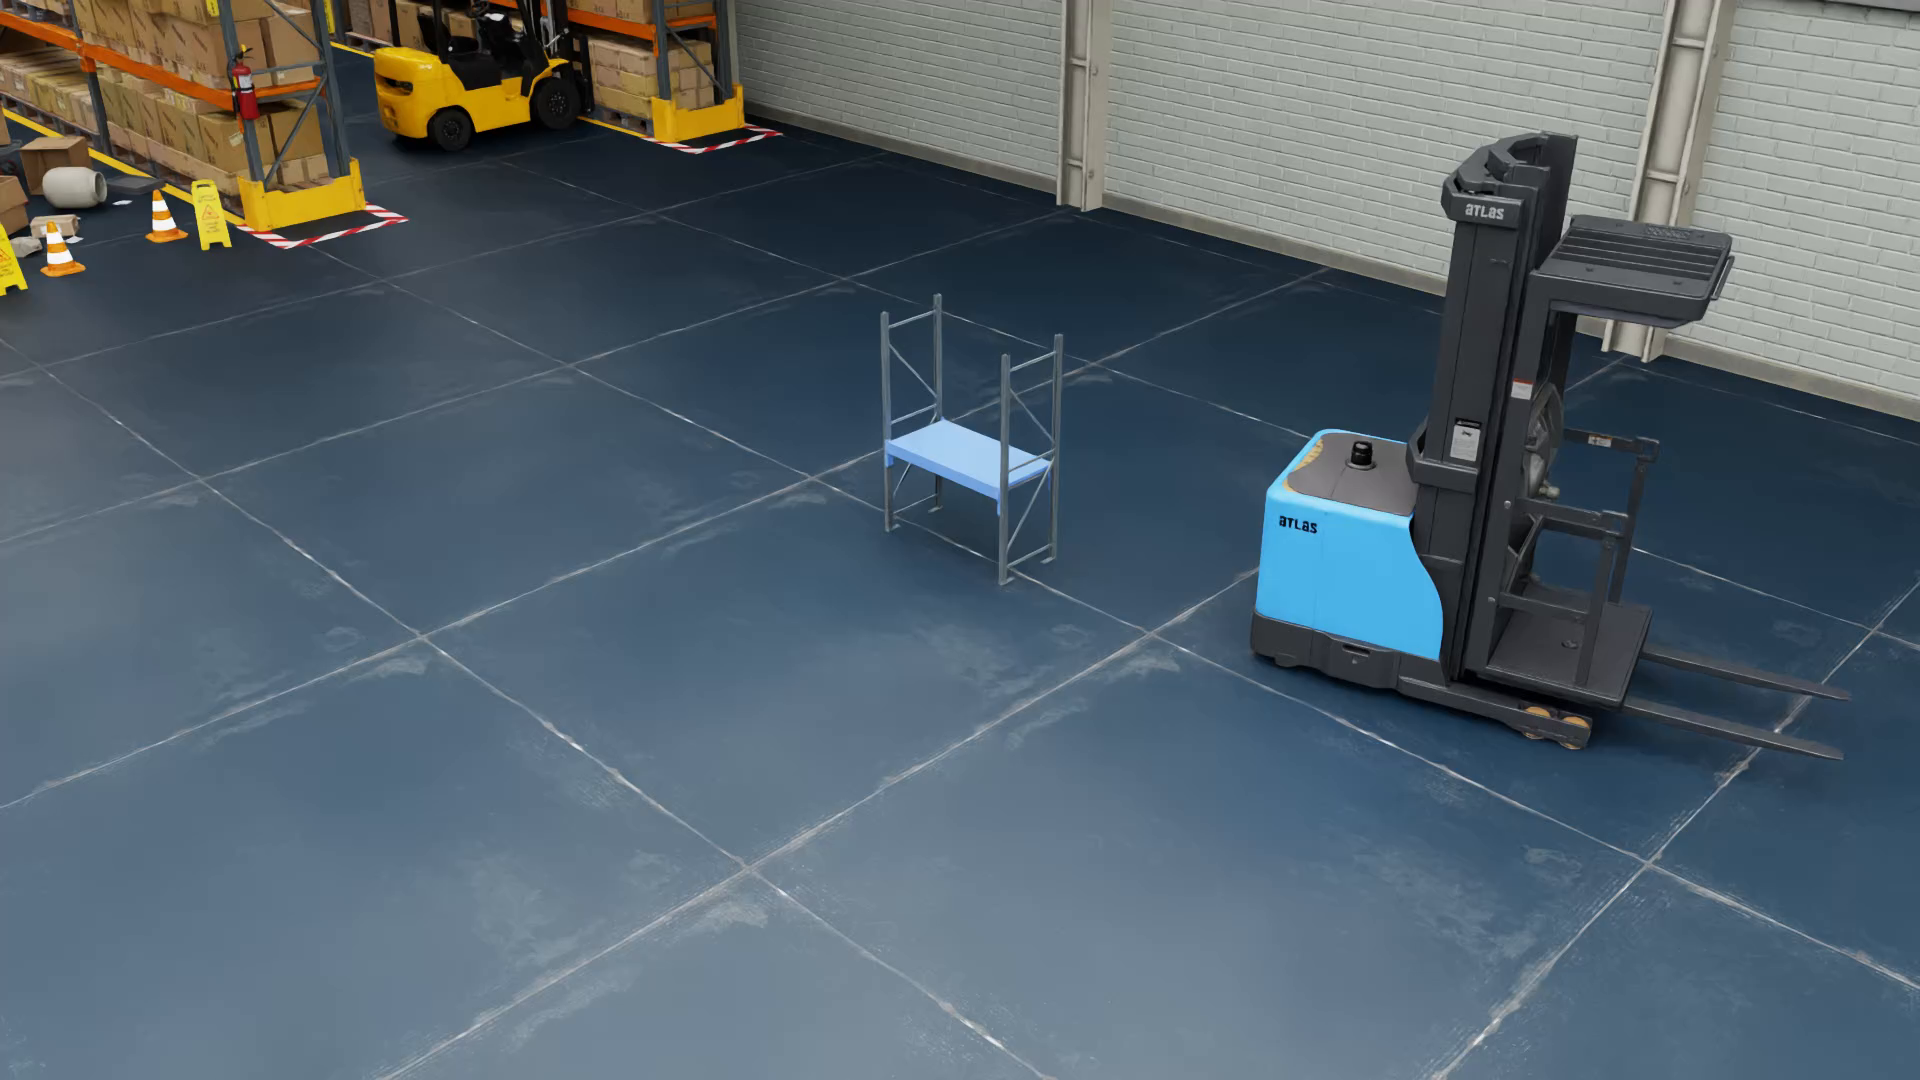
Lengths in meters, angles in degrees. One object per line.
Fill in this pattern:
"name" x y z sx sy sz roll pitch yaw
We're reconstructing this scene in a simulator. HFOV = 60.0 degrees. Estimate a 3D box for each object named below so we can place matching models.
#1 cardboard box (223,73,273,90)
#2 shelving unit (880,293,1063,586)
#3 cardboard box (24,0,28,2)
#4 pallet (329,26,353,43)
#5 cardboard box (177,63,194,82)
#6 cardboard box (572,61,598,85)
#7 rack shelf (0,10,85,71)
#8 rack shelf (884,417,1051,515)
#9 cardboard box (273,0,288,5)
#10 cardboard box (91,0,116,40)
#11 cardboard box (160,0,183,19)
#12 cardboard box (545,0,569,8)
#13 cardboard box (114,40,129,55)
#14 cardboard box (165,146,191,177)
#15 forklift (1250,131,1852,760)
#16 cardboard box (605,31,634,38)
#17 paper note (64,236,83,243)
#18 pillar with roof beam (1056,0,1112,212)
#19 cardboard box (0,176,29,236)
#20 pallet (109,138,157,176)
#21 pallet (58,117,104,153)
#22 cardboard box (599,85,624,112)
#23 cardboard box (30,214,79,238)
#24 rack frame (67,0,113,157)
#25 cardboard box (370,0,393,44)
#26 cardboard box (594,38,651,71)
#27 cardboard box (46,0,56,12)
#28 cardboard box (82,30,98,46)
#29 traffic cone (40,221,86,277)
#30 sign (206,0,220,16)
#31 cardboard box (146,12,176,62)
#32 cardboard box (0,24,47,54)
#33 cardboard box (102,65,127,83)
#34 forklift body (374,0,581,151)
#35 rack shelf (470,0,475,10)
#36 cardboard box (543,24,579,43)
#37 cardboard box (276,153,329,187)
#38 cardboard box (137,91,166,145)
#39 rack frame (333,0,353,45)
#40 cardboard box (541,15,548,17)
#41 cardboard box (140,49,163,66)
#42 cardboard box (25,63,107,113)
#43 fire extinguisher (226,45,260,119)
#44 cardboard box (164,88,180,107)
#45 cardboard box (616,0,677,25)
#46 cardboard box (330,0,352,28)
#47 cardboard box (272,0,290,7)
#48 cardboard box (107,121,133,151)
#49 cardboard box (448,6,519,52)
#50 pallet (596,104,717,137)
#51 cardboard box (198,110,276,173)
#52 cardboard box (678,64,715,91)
"cardboard box" -7.052 -4.558 16.459 0.380 0.149 0.250 -24 36 -38
"shelving unit" 0.061 -0.636 10.341 1.048 1.500 0.538 25 36 38
"cardboard box" -10.765 -6.412 19.533 0.250 0.149 0.380 25 36 38
"pallet" -9.368 -7.899 25.539 1.213 0.211 1.003 25 36 38
"cardboard box" -7.683 -4.769 16.859 0.380 0.149 0.250 -25 36 -38
"cardboard box" -4.457 -5.841 20.594 0.500 0.250 0.500 24 36 37
"rack shelf" -10.914 -6.257 20.194 4.000 0.370 1.077 25 36 38
"rack shelf" 0.061 -0.477 10.425 1.000 0.185 0.538 25 36 38
"cardboard box" -10.423 -8.523 25.964 0.500 0.500 0.500 23 35 37
"cardboard box" -8.995 -5.707 17.947 0.500 0.500 0.500 24 36 38
"cardboard box" -7.508 -5.498 16.476 0.700 0.500 0.500 -25 37 -39
"cardboard box" -4.788 -6.884 20.505 0.500 0.500 0.500 25 37 39
"cardboard box" -8.909 -5.369 18.001 0.380 0.149 0.250 -24 36 -38
"cardboard box" -8.141 -4.102 17.825 0.500 0.250 0.500 23 35 37
"forklift" 3.189 -0.490 8.525 3.031 2.935 1.130 14 31 25
"cardboard box" -4.076 -6.226 20.790 0.500 0.250 0.500 24 36 38
"paper note" -8.705 -2.952 16.324 0.142 0.019 0.148 12 30 22
"pillar with roof beam" -1.762 -6.062 12.603 0.400 9.000 9.100 25 36 38
"cardboard box" -9.663 -3.246 16.376 0.637 0.503 0.797 2 28 4
"pallet" -8.984 -4.482 19.040 1.213 0.211 1.003 25 36 38
"pallet" -10.044 -4.943 19.916 1.213 0.211 1.003 25 36 38
"cardboard box" -4.063 -5.449 20.387 0.500 0.250 0.500 25 36 38
"cardboard box" -8.986 -3.113 16.505 0.380 0.149 0.250 -7 29 -14
"rack frame" -9.488 -5.923 18.785 0.127 3.000 1.000 25 36 38
"cardboard box" -7.956 -7.593 24.061 0.875 0.625 0.625 -24 36 -38
"cardboard box" -4.073 -5.889 20.150 0.500 0.250 0.500 -25 36 -38
"cardboard box" -10.224 -6.166 19.066 0.250 0.149 0.380 23 36 37
"cardboard box" -9.488 -5.603 18.446 0.250 0.149 0.380 24 36 38
"traffic cone" -8.382 -2.728 15.435 0.334 0.463 0.336 25 36 38
"sign" -7.039 -5.093 15.622 0.005 0.325 0.100 25 36 38
"cardboard box" -7.924 -5.209 17.000 0.500 0.500 0.500 24 36 38
"cardboard box" -12.774 -6.727 22.145 0.875 0.875 0.875 24 36 38
"cardboard box" -9.209 -5.168 18.350 0.380 0.149 0.250 -25 36 -38
"forklift body" -5.789 -5.904 19.661 1.214 2.155 2.313 25 36 38
"rack shelf" -7.436 -7.906 23.329 4.000 0.370 1.077 25 36 38
"cardboard box" -5.165 -6.392 21.106 0.500 0.250 0.500 -24 36 -38
"cardboard box" -7.017 -3.942 17.520 0.500 0.250 0.500 24 36 38
"cardboard box" -8.498 -4.601 17.969 0.500 0.500 0.500 -23 35 -37
"rack frame" -8.863 -8.877 24.402 0.127 3.000 1.000 25 36 38
"cardboard box" -5.152 -6.726 21.742 0.500 0.250 0.500 24 36 38
"cardboard box" -8.383 -5.109 17.507 0.250 0.149 0.380 24 36 38
"cardboard box" -10.875 -5.576 20.497 0.950 0.372 0.625 -24 36 -38
"fire extinguisher" -6.877 -4.394 15.959 0.183 0.674 0.296 25 36 38
"cardboard box" -8.062 -4.648 17.360 0.380 0.149 0.250 -23 36 -37
"cardboard box" -3.693 -6.384 19.554 0.500 0.500 0.500 24 36 37
"cardboard box" -9.315 -8.023 25.013 0.500 0.500 0.500 -24 36 -38
"cardboard box" -7.150 -5.209 16.999 0.500 0.500 0.500 -24 36 -38
"cardboard box" -9.256 -4.610 18.791 0.500 0.250 0.500 23 35 36
"cardboard box" -6.390 -6.873 22.692 0.875 0.625 0.625 -23 36 -37
"pallet" -3.733 -5.268 20.535 1.213 0.211 1.003 25 36 38
"cardboard box" -7.389 -4.094 17.003 0.500 0.500 0.500 25 37 39
"cardboard box" -3.348 -5.679 20.287 0.500 0.250 0.500 -25 36 -38
